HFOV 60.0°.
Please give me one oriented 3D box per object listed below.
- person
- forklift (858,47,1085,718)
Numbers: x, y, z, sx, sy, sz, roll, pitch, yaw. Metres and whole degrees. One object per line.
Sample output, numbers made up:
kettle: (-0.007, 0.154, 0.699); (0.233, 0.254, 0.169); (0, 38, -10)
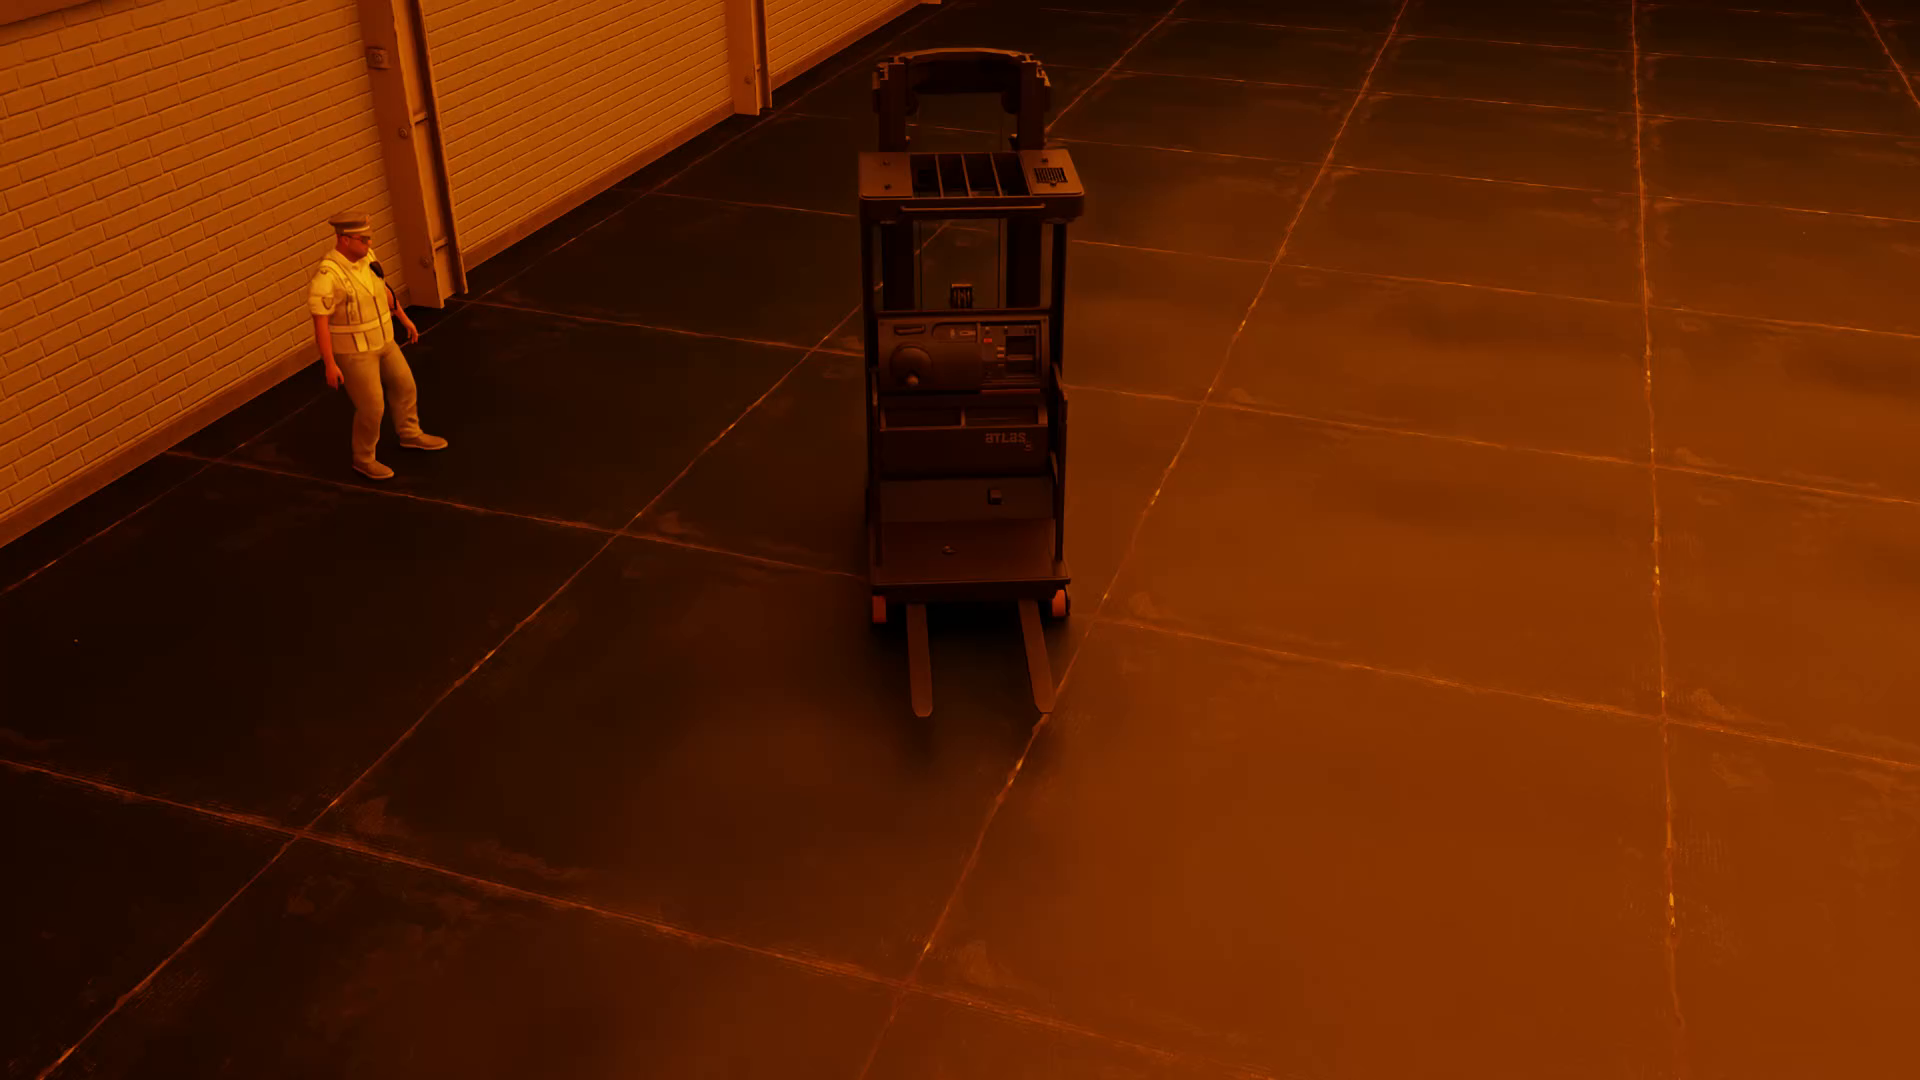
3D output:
person: (-3.752, -1.245, 10.537); (0.451, 1.727, 0.762); (9, 31, 15)
forklift: (0.035, -0.972, 8.842); (1.130, 2.935, 3.031); (-2, 30, -3)
